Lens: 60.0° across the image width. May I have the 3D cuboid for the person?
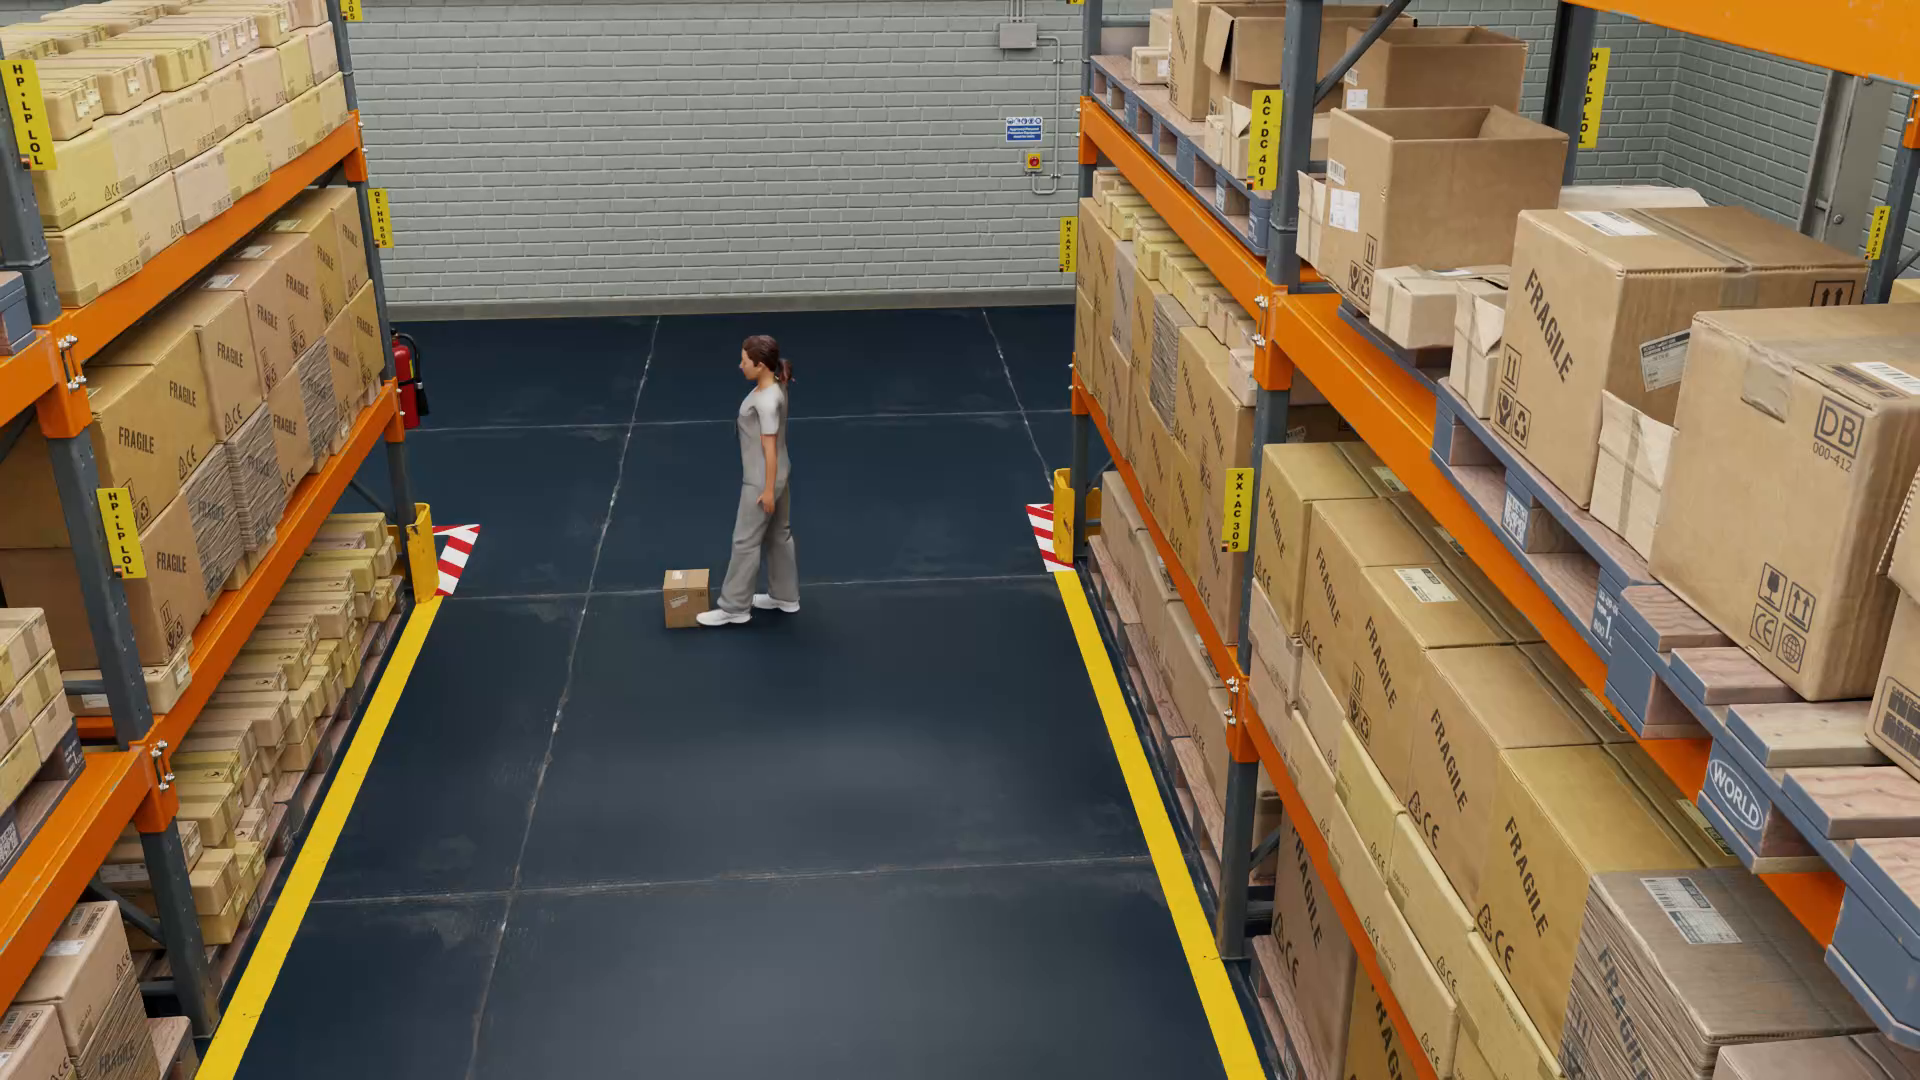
[{"bbox_3d":[-1.208,-0.340,9.342,0.608,1.674,0.499,0,24,0],"label":"person"}]
